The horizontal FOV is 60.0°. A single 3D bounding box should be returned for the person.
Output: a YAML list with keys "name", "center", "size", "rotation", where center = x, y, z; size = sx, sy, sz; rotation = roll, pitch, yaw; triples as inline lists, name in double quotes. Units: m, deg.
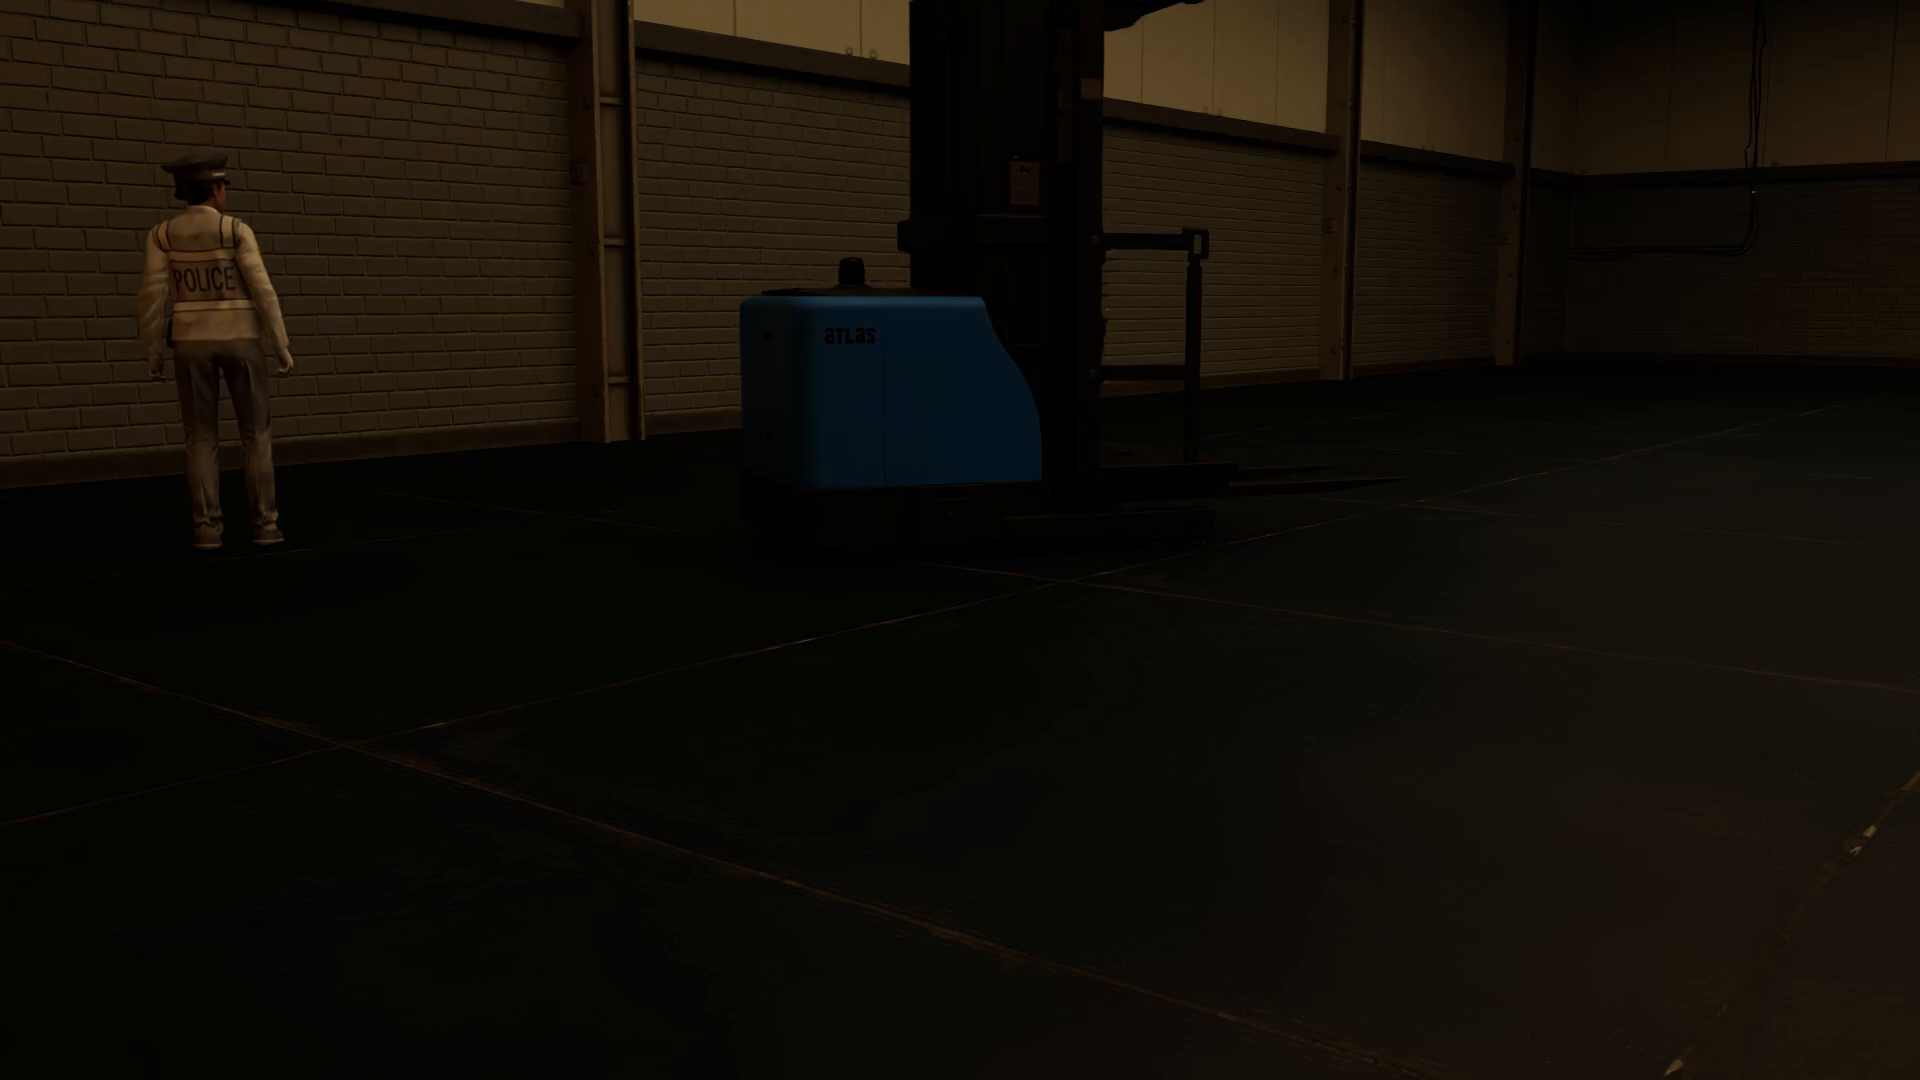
- name: "person"
  center: [-3.154, -0.798, 7.090]
  size: [0.596, 1.677, 0.381]
  rotation: [-2, 9, -13]

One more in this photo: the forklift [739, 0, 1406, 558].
- name: "forklift"
  center: [0.578, -1.486, 7.437]
  size: [3.031, 2.935, 1.130]
  rotation: [-3, 9, -21]
